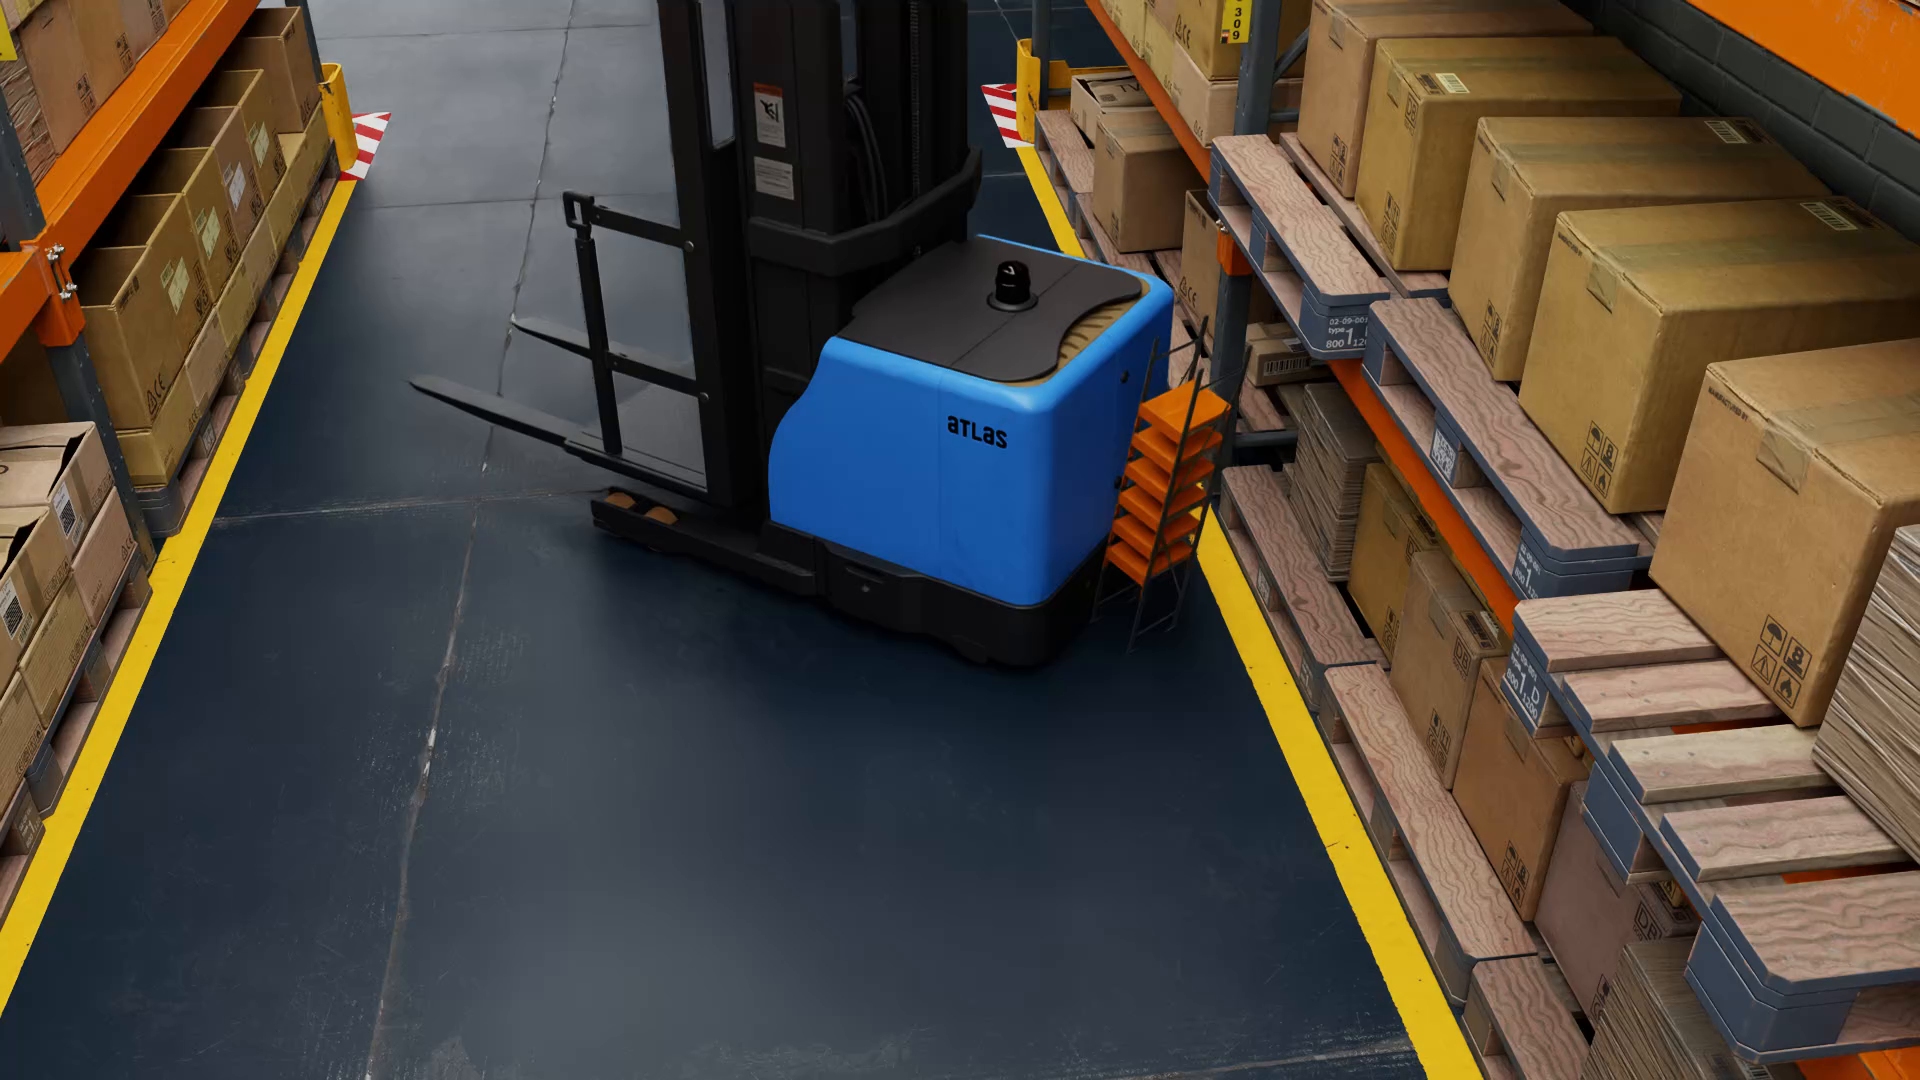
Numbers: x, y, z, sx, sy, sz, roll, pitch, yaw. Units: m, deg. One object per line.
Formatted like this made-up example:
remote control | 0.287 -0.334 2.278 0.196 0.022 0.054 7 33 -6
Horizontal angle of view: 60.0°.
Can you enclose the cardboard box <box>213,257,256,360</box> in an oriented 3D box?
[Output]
cardboard box | -3.341 -0.979 7.091 0.500 0.250 0.500 -4 35 -6

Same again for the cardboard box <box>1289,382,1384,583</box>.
cardboard box | 1.569 -0.218 5.735 0.700 0.500 0.500 -3 34 -5

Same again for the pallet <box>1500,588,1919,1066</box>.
pallet | 1.790 0.444 3.106 1.213 0.211 1.003 -4 35 -6

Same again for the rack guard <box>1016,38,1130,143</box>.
rack guard | 0.926 -2.635 9.673 1.175 0.500 0.348 -4 35 -6

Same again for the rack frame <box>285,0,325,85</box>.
rack frame | -3.993 -3.333 8.477 1.000 3.000 0.127 -4 35 -6

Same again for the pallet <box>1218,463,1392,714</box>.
pallet | 1.559 0.108 5.903 1.003 0.211 1.213 -4 35 -6

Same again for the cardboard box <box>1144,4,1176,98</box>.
cardboard box | 1.030 -1.945 6.555 0.500 0.250 0.500 -4 35 -6

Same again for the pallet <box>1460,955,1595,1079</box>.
pallet | 1.888 1.470 3.905 1.003 0.211 1.213 -4 35 -6

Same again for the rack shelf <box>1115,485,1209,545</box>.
rack shelf | 0.661 -0.116 5.419 0.258 0.103 0.180 -26 52 -33

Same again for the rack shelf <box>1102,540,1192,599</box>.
rack shelf | 0.635 0.062 5.577 0.258 0.103 0.180 -26 52 -33

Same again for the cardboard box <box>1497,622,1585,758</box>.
cardboard box | 1.754 0.288 4.327 0.500 0.250 0.500 -5 35 -7

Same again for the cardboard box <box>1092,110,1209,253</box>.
cardboard box | 1.045 -1.735 7.961 0.700 0.500 0.500 -6 35 -9

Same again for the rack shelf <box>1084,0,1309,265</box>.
rack shelf | 1.184 -2.297 7.596 1.077 0.370 4.000 -4 35 -6

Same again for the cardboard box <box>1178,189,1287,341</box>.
cardboard box | 1.274 -1.203 7.181 0.500 0.500 0.500 -7 35 -10

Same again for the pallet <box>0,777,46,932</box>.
pallet | -3.150 1.142 4.387 1.003 0.211 1.213 -4 35 -6

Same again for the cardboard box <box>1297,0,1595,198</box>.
cardboard box | 1.488 -1.415 5.183 0.700 0.500 0.500 -4 35 -6

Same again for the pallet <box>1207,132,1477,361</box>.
pallet | 1.412 -0.961 5.168 1.003 0.211 1.213 -4 35 -6

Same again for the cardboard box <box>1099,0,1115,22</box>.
cardboard box | 0.879 -2.505 7.377 0.500 0.250 0.500 -4 34 -6

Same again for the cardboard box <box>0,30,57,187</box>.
cardboard box | -3.521 -1.389 5.536 0.700 0.500 0.500 -5 35 -8

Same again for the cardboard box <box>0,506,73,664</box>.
cardboard box | -3.040 0.124 4.975 0.500 0.311 0.500 -3 34 -5

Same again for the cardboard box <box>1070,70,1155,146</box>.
cardboard box | 0.919 -2.388 9.088 0.500 0.311 0.500 -8 35 -12

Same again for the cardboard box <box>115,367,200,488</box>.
cardboard box | -3.217 -0.420 6.271 0.500 0.250 0.500 -4 35 -6

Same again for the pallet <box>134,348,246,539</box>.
pallet | -3.520 -0.396 6.643 1.003 0.211 1.213 -4 35 -6

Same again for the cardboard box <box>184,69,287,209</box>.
cardboard box | -3.477 -1.847 7.699 0.500 0.500 0.500 -4 35 -6

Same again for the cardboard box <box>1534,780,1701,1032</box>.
cardboard box | 1.889 0.911 4.079 0.700 0.500 0.500 -4 35 -6

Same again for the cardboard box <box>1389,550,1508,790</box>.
cardboard box | 1.717 0.355 4.895 0.700 0.500 0.500 -4 34 -6

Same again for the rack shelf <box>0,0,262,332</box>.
rack shelf | -3.724 -1.920 7.042 1.077 0.370 4.000 -4 35 -6

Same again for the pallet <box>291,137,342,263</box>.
pallet | -3.849 -1.757 8.641 1.003 0.211 1.213 -4 35 -6

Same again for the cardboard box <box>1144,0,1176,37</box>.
cardboard box | 1.010 -2.253 6.342 0.500 0.500 0.500 -5 35 -7

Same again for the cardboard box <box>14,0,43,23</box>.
cardboard box | -3.369 -1.859 5.649 0.380 0.149 0.250 -5 35 -8

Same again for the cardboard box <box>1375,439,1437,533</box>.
cardboard box | 1.631 -0.282 5.163 0.500 0.250 0.500 -5 35 -7

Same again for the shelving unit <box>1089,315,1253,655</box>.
shelving unit | 0.666 -0.149 5.389 0.258 1.200 0.189 -26 52 -33

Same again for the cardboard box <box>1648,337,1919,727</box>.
cardboard box | 1.816 -0.041 3.166 0.700 0.500 0.500 -8 35 -11

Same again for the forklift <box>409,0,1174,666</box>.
forklift | -0.787 -1.401 5.703 3.031 2.935 1.130 19 38 25

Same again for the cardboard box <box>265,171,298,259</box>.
cardboard box | -3.480 -1.537 7.910 0.500 0.250 0.500 -4 35 -6

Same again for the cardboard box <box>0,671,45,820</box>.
cardboard box | -2.976 0.639 4.717 0.500 0.250 0.500 -4 34 -5

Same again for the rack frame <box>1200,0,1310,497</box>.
rack frame | 1.453 -1.478 5.755 1.000 3.000 0.127 -4 35 -6

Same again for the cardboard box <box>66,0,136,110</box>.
cardboard box | -3.662 -1.963 6.379 0.700 0.500 0.500 -4 34 -6

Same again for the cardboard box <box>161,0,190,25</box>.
cardboard box | -3.806 -2.543 7.229 0.700 0.500 0.500 -4 34 -6

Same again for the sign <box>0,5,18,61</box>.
sign | -2.919 -1.593 4.966 0.100 0.325 0.005 -4 35 -6

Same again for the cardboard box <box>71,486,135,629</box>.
cardboard box | -3.112 0.071 5.551 0.500 0.250 0.500 -5 35 -7

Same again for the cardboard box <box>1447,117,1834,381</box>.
cardboard box | 1.676 -0.737 4.189 0.700 0.500 0.500 0 34 0

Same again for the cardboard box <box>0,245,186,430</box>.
cardboard box | -3.207 -0.731 6.061 0.500 0.500 0.500 -4 35 -6

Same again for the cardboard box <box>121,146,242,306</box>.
cardboard box | -3.342 -1.289 6.880 0.500 0.500 0.500 -4 35 -6

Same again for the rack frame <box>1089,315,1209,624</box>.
rack frame | 0.607 -0.200 5.437 0.240 1.200 0.006 -26 52 -33

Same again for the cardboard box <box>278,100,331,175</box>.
cardboard box | -3.628 -2.093 8.727 0.500 0.250 0.500 -4 35 -6

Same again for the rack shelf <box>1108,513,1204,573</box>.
rack shelf | 0.648 -0.027 5.498 0.258 0.103 0.180 -26 52 -33
